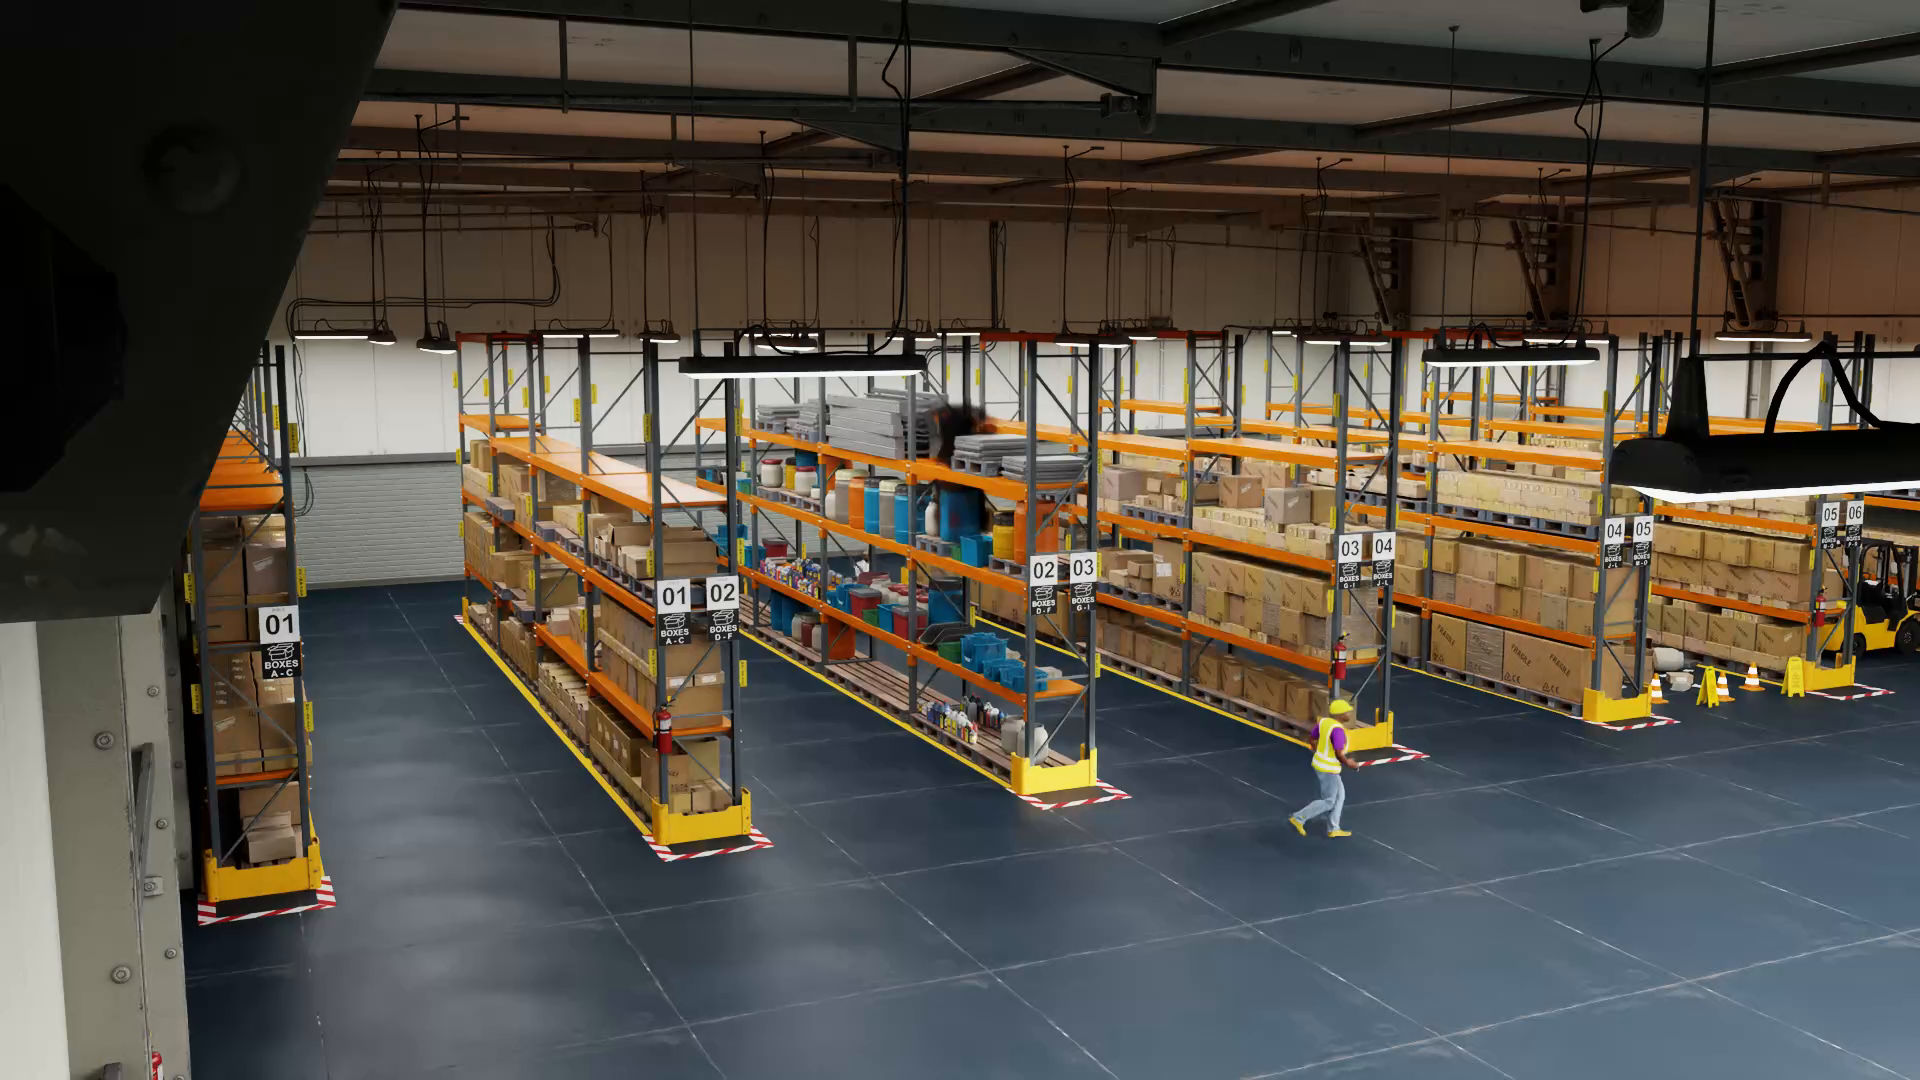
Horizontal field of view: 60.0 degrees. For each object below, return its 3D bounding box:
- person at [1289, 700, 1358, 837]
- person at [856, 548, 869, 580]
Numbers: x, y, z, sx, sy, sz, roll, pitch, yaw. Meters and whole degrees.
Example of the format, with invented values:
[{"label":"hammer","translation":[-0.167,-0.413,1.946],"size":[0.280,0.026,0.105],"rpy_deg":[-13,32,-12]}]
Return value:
[{"label":"person","translation":[4.383,2.783,20.131],"size":[0.820,1.720,0.703],"rpy_deg":[-1,8,-6]},{"label":"person","translation":[-1.881,1.010,33.315],"size":[0.547,1.749,0.848],"rpy_deg":[-5,9,-32]}]
